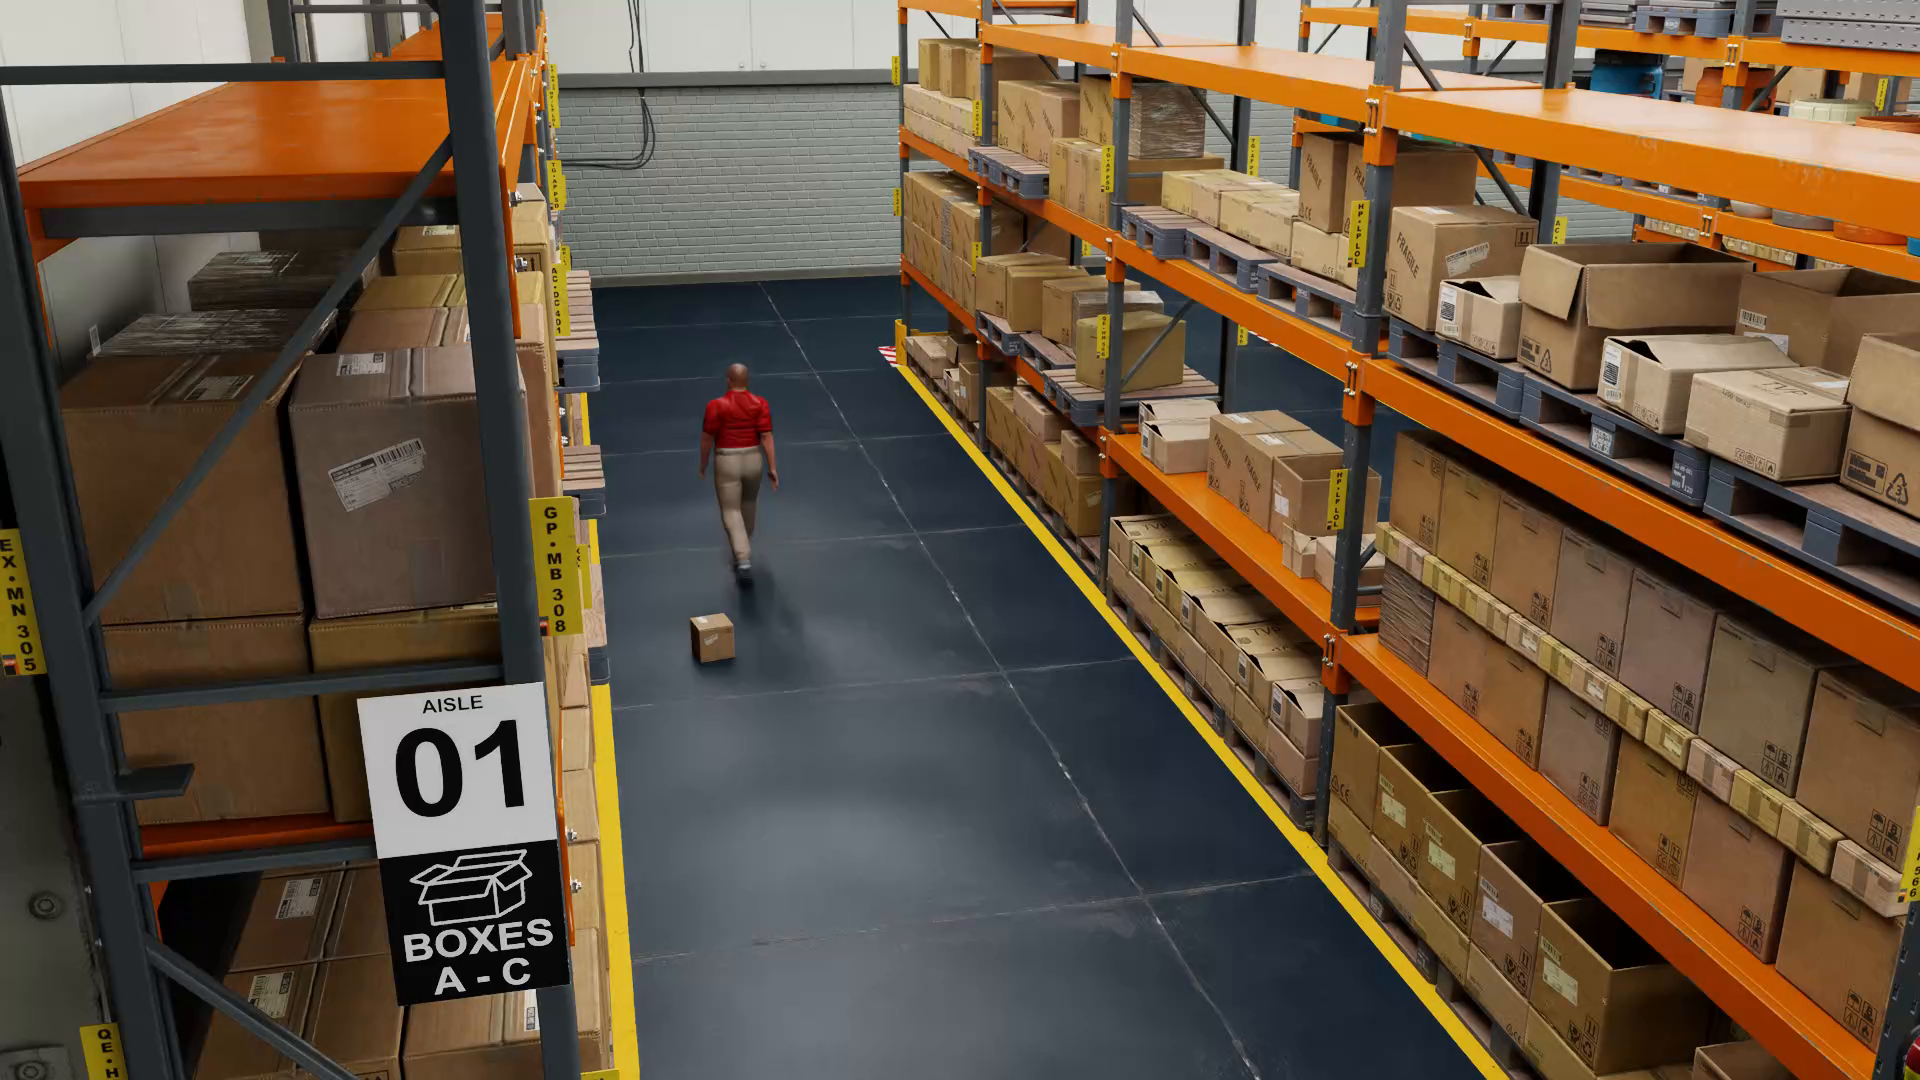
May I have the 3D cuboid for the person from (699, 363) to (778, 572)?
[{"bbox_3d":[-1.791,-0.613,13.347,0.566,1.670,1.056,-8,21,-22],"label":"person"}]
